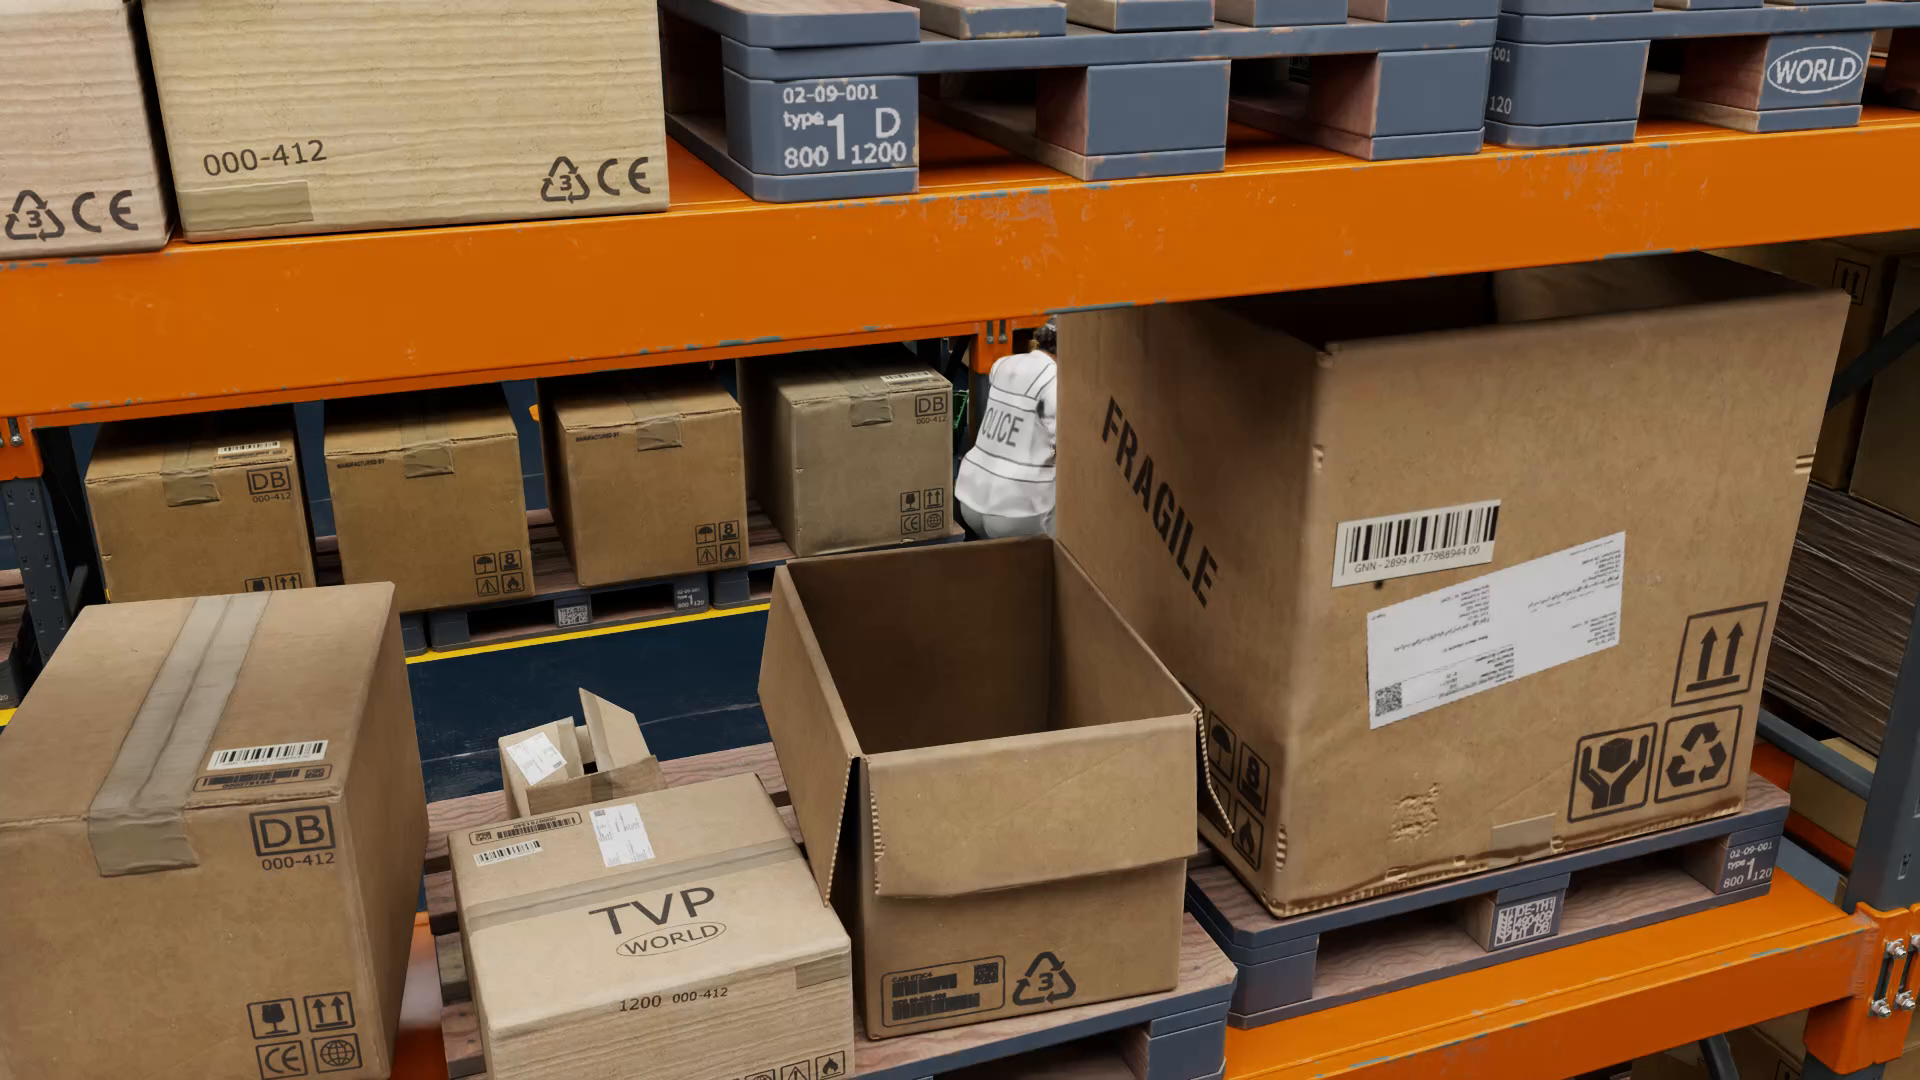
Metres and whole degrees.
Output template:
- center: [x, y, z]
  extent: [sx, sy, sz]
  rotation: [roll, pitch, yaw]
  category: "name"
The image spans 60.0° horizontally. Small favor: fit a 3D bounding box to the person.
- center: [0.279, -0.160, 6.675]
  extent: [0.611, 1.523, 0.522]
  rotation: [-13, 26, -28]
  category: "person"
